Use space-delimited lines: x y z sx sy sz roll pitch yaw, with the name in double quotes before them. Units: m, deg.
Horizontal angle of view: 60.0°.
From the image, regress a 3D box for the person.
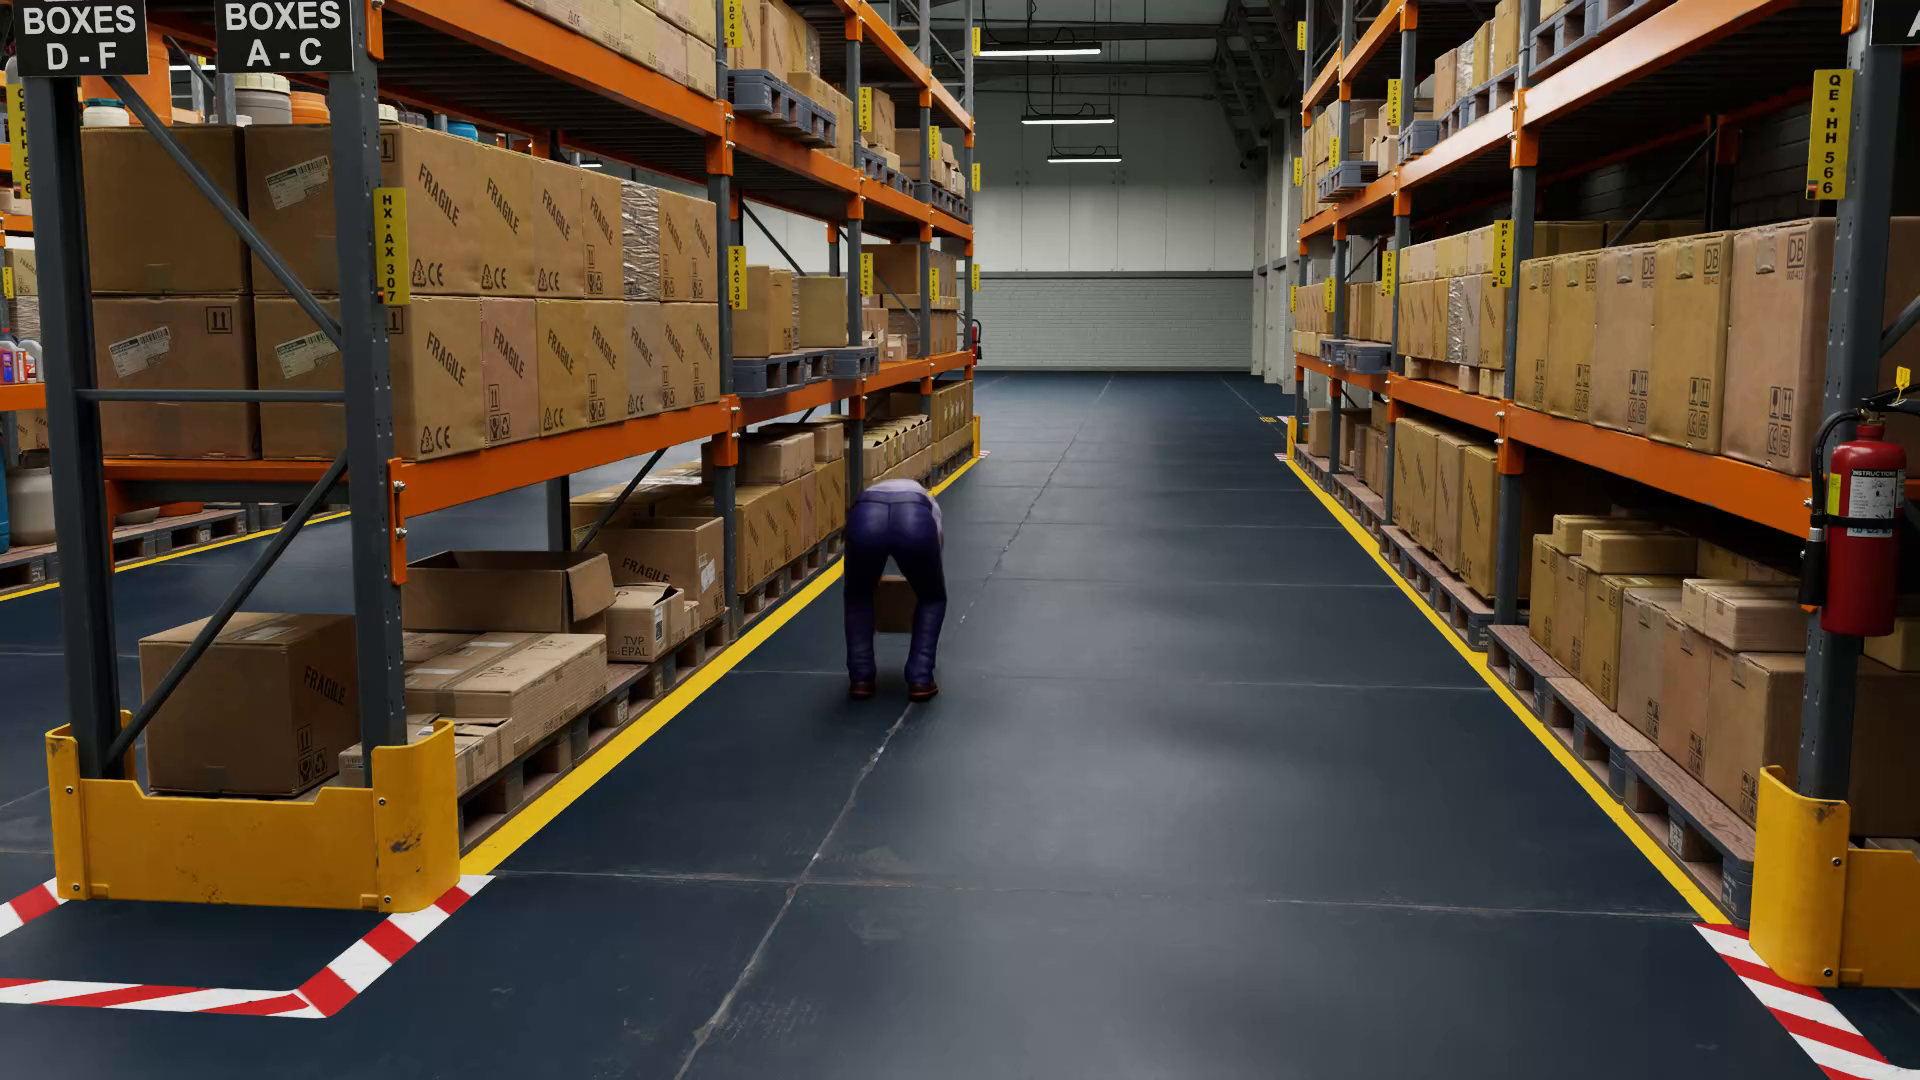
"person" -0.296 0.202 7.830 0.488 0.989 0.911 0 8 4
